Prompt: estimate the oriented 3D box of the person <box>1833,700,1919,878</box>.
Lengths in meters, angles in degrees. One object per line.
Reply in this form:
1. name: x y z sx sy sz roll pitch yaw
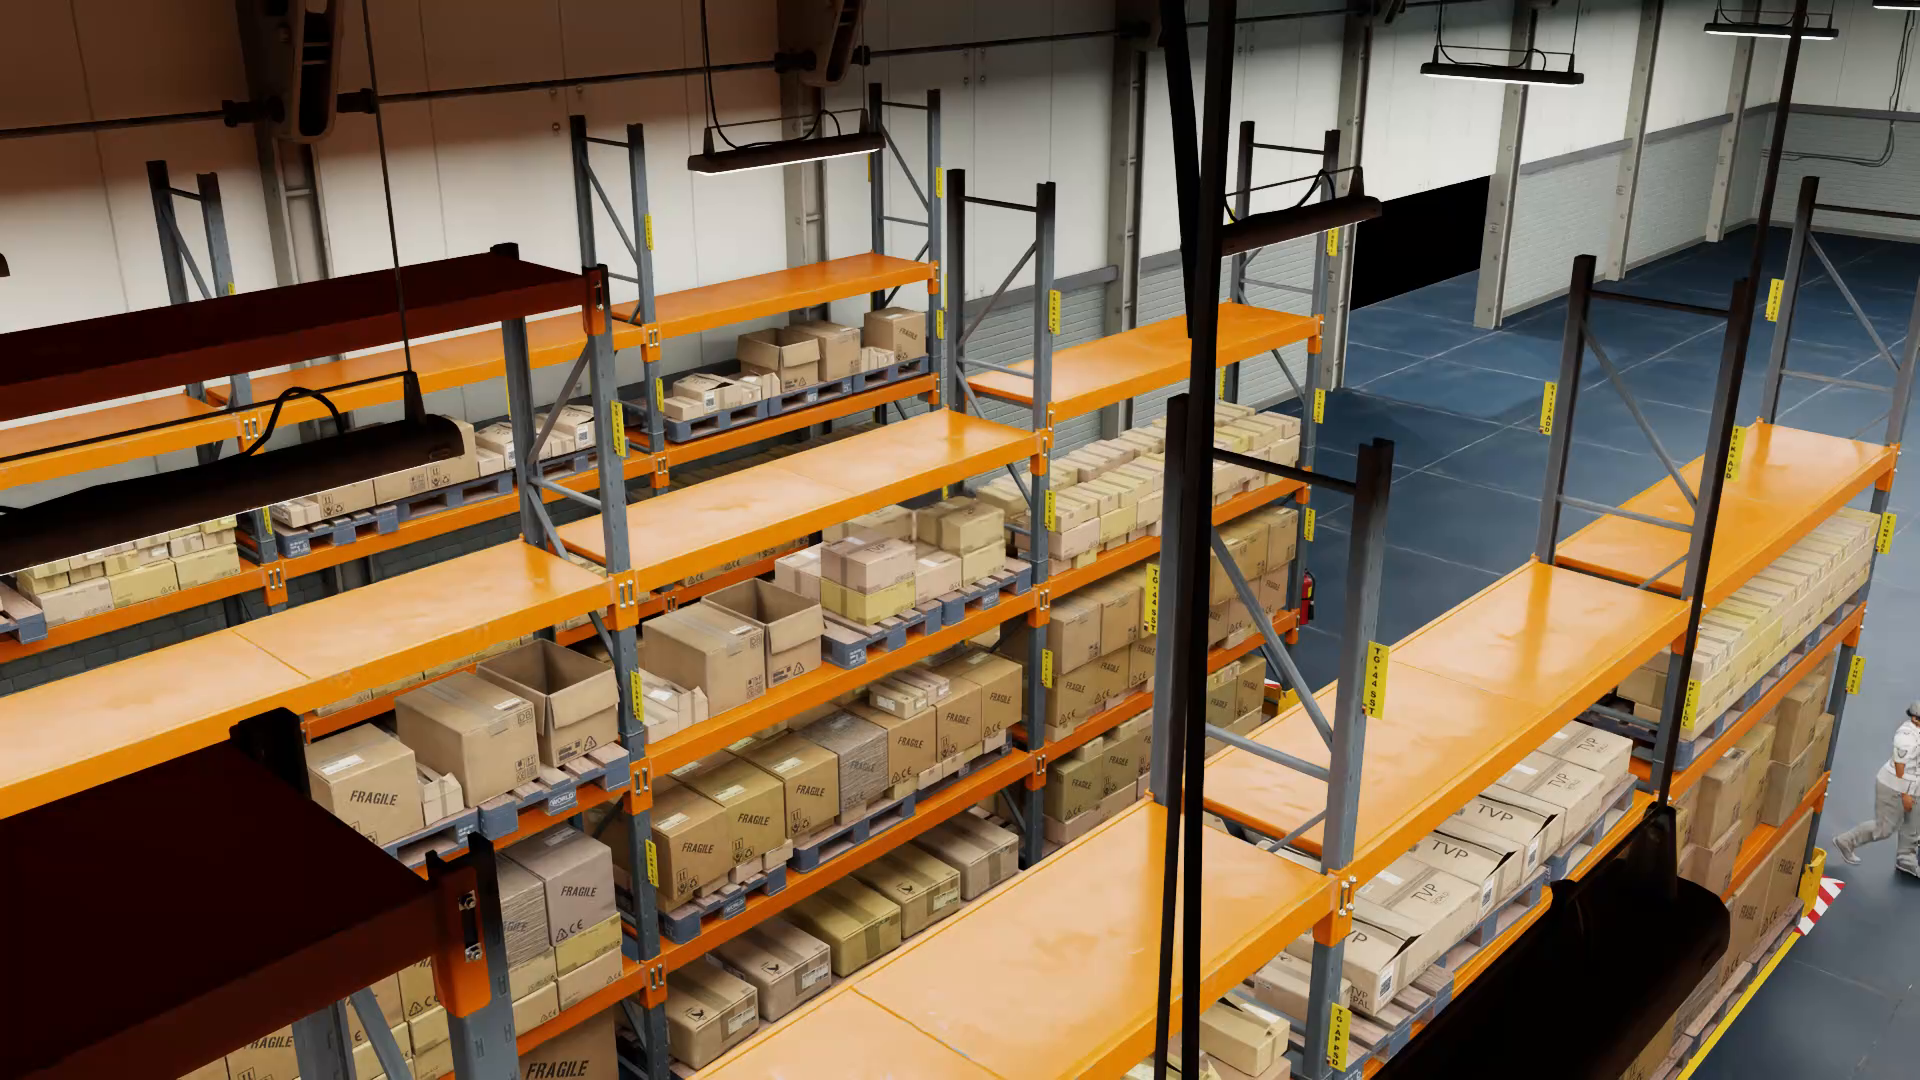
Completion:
1. person: 8.078 2.106 14.293 0.462 1.653 0.734 -16 26 -35
